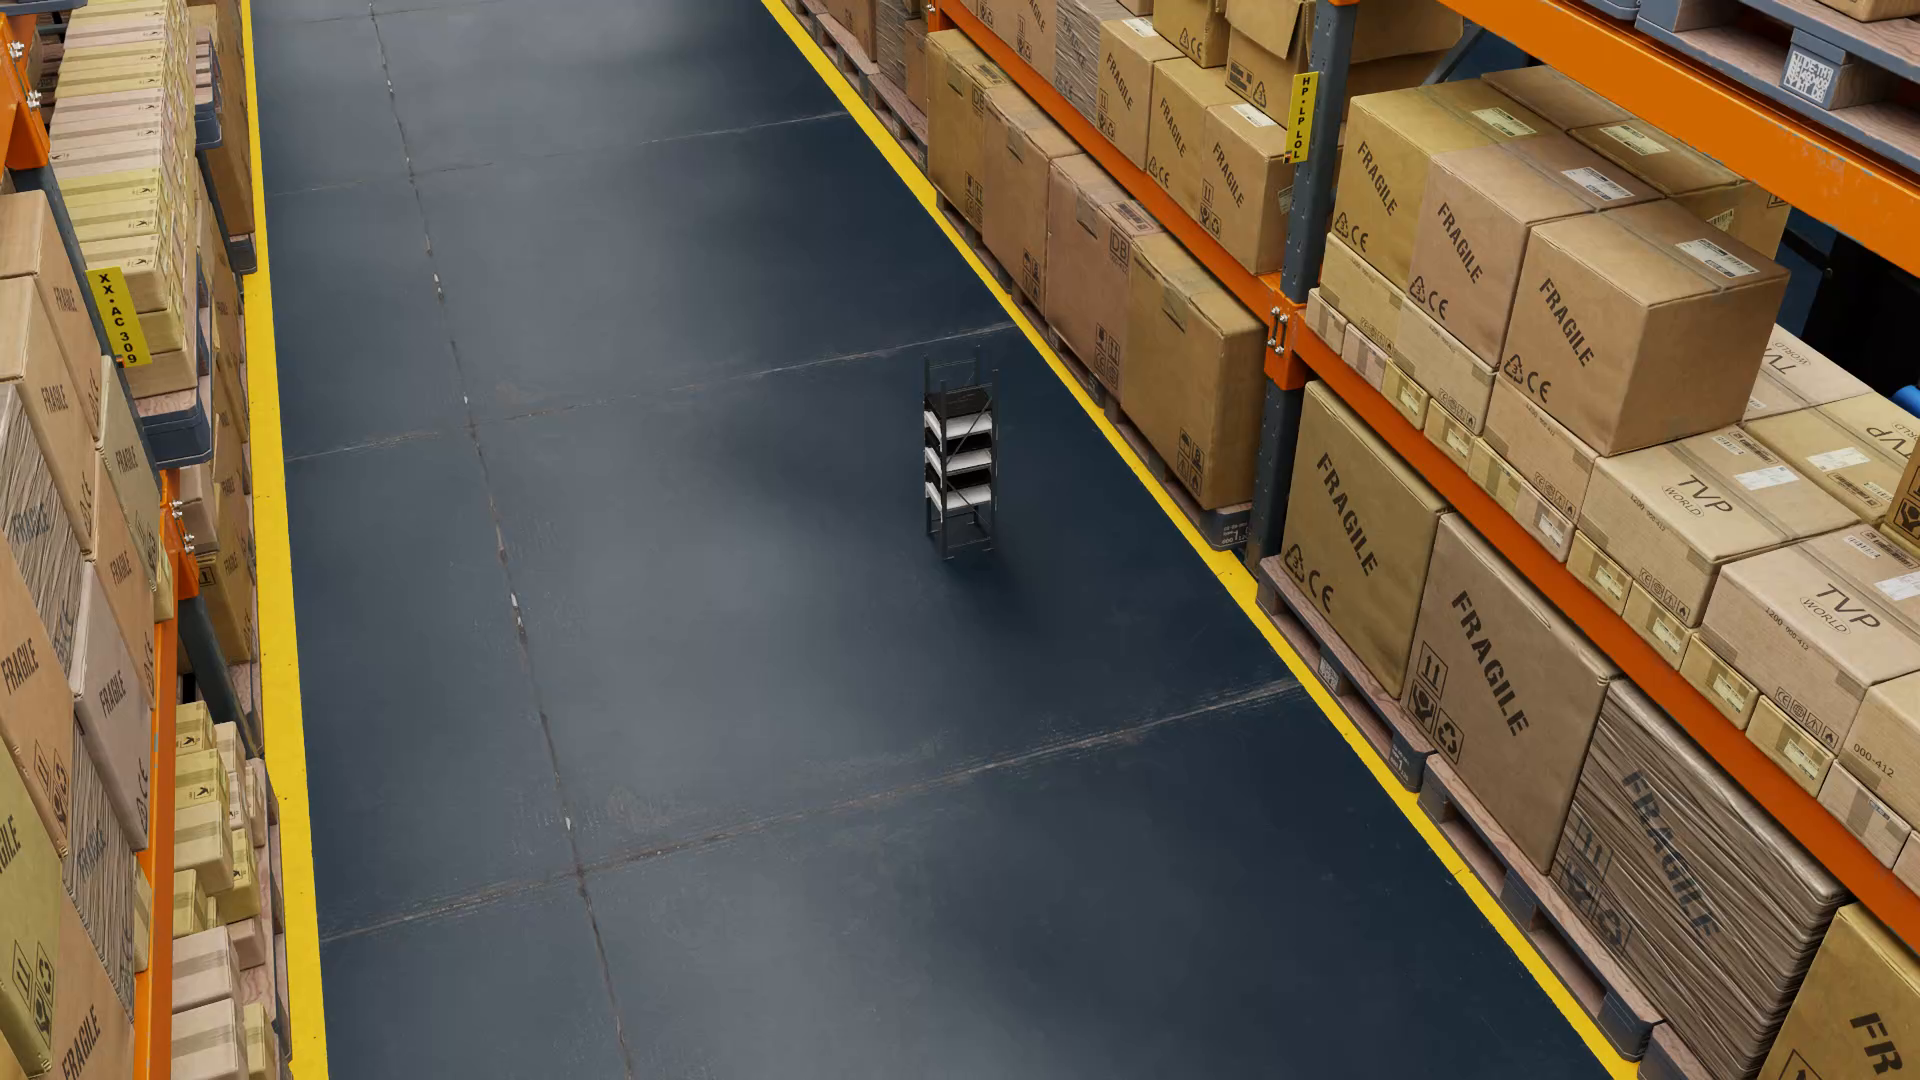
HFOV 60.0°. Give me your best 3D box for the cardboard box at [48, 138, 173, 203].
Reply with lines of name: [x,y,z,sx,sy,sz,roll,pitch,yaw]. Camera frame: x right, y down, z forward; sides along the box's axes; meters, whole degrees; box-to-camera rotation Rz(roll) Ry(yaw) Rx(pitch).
cardboard box: [-2.965,-1.258,5.792,0.380,0.149,0.250,-13,39,-17]

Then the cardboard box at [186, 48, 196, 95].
cardboard box: [-3.593,-2.050,7.338,0.380,0.149,0.250,-12,39,-15]

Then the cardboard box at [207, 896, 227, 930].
cardboard box: [-2.376,1.232,4.894,0.380,0.149,0.250,-12,39,-16]

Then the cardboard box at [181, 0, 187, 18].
cardboard box: [-3.769,-2.453,7.626,0.380,0.149,0.250,-12,39,-15]

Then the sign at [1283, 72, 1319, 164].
sign: [1.195,-1.475,5.819,0.100,0.325,0.005,-12,39,-16]

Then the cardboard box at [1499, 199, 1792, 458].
cardboard box: [1.972,-0.624,4.840,0.500,0.500,0.500,-14,39,-17]

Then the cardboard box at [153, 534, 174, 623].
cardboard box: [-2.481,0.144,4.775,0.380,0.149,0.250,-13,39,-17]

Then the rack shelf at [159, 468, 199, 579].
rack shelf: [-3.679,-1.035,6.728,1.077,0.370,4.000,-12,39,-16]

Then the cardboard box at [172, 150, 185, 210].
cardboard box: [-3.059,-1.287,6.077,0.380,0.149,0.250,-11,38,-14]

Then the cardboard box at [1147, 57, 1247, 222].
cardboard box: [1.120,-1.691,6.918,0.500,0.500,0.500,-11,38,-15]

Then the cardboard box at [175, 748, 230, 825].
cardboard box: [-2.498,0.824,5.188,0.380,0.149,0.250,-12,39,-15]

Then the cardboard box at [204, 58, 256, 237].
cardboard box: [-4.492,-2.084,9.044,1.050,0.750,0.750,-13,39,-17]

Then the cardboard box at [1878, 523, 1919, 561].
cardboard box: [2.812,0.135,4.455,0.500,0.250,0.500,-14,39,-17]

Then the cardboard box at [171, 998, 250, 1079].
cardboard box: [-2.106,1.410,4.411,0.380,0.149,0.250,-14,39,-18]

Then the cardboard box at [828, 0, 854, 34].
cardboard box: [-0.521,-3.918,11.670,0.700,0.500,0.500,-16,40,-20]

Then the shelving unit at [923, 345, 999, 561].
shelving unit: [0.003,-0.355,6.973,0.258,0.900,0.210,-12,39,-16]

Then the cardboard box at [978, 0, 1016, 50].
cardboard box: [0.416,-2.840,8.444,0.500,0.500,0.500,-13,39,-17]

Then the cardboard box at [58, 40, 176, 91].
cardboard box: [-3.325,-1.844,6.570,0.380,0.149,0.250,-11,38,-14]

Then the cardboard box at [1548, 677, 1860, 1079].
cardboard box: [2.469,0.920,4.953,0.875,0.875,0.875,-12,39,-16]

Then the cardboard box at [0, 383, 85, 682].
cardboard box: [-2.229,0.042,3.539,0.500,0.500,0.500,-11,38,-15]

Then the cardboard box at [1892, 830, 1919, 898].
cardboard box: [2.469,0.776,3.936,0.380,0.149,0.250,-12,39,-16]

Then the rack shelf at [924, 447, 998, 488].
rack shelf: [0.003,-0.328,6.993,0.258,0.077,0.200,-12,39,-16]

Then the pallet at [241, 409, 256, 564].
pallet: [-3.683,-0.208,7.351,1.003,0.211,1.213,-12,39,-16]

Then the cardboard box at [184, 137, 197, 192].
cardboard box: [-3.232,-1.457,6.551,0.380,0.149,0.250,-14,39,-18]

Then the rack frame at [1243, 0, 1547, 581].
rack frame: [1.701,-1.162,6.300,1.000,3.000,0.127,-12,39,-16]

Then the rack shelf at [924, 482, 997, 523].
rack shelf: [0.003,-0.184,7.102,0.258,0.077,0.200,-12,39,-16]

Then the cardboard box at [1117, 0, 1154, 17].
cardboard box: [1.020,-2.700,7.424,0.797,0.503,0.637,-11,38,-14]

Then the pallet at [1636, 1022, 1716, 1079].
pallet: [2.729,1.776,4.717,1.003,0.211,1.213,-12,39,-16]

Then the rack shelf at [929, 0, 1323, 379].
rack shelf: [1.013,-2.004,8.016,1.077,0.370,4.000,-12,39,-16]

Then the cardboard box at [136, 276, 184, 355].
cardboard box: [-2.694,-0.696,5.294,0.380,0.149,0.250,-12,39,-15]

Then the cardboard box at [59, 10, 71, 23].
cardboard box: [-4.268,-2.801,8.393,0.500,0.500,0.500,-12,39,-15]

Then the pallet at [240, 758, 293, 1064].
pallet: [-2.726,1.294,5.357,1.003,0.211,1.213,-12,39,-16]

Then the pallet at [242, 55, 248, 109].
pallet: [-5.407,-3.177,11.293,1.003,0.211,1.213,-12,39,-16]

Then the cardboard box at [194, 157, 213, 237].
cardboard box: [-3.885,-1.589,7.971,0.500,0.250,0.500,-13,39,-17]

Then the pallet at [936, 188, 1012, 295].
pallet: [0.525,-1.847,9.526,1.003,0.211,1.213,-12,39,-16]

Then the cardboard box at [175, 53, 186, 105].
cardboard box: [-3.414,-1.872,6.855,0.380,0.149,0.250,-13,39,-16]

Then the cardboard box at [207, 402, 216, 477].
cardboard box: [-3.182,-0.433,6.438,0.500,0.250,0.500,-11,38,-15]

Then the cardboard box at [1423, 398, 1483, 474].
cardboard box: [1.765,-0.380,5.471,0.380,0.149,0.250,-13,39,-17]

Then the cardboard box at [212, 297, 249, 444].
cardboard box: [-3.523,-0.714,7.433,0.500,0.500,0.500,-14,39,-18]

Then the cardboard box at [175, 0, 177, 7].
cardboard box: [-3.684,-2.433,7.352,0.380,0.149,0.250,-13,39,-17]

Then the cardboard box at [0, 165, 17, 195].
cardboard box: [-3.856,-1.329,6.381,0.380,0.149,0.250,-14,39,-17]

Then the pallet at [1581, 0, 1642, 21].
pallet: [1.973,-1.860,4.807,1.003,0.211,1.213,-12,39,-16]

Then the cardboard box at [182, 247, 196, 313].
cardboard box: [-2.877,-0.875,5.778,0.380,0.149,0.250,-12,39,-16]

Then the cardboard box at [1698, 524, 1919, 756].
cardboard box: [2.313,0.246,4.308,0.500,0.250,0.500,-14,39,-17]

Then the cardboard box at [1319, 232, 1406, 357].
cardboard box: [1.617,-0.901,5.831,0.500,0.250,0.500,-13,39,-17]

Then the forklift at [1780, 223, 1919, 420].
forklift: [3.848,-1.378,6.643,1.130,2.935,3.031,-8,38,-11]

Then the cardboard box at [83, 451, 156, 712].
cardboard box: [-2.381,0.157,4.218,0.500,0.500,0.500,-13,39,-17]

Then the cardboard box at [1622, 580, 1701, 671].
cardboard box: [2.120,0.201,4.698,0.380,0.149,0.250,-12,39,-15]

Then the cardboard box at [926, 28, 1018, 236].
cardboard box: [0.543,-2.347,9.289,1.225,0.875,0.875,-14,39,-18]
